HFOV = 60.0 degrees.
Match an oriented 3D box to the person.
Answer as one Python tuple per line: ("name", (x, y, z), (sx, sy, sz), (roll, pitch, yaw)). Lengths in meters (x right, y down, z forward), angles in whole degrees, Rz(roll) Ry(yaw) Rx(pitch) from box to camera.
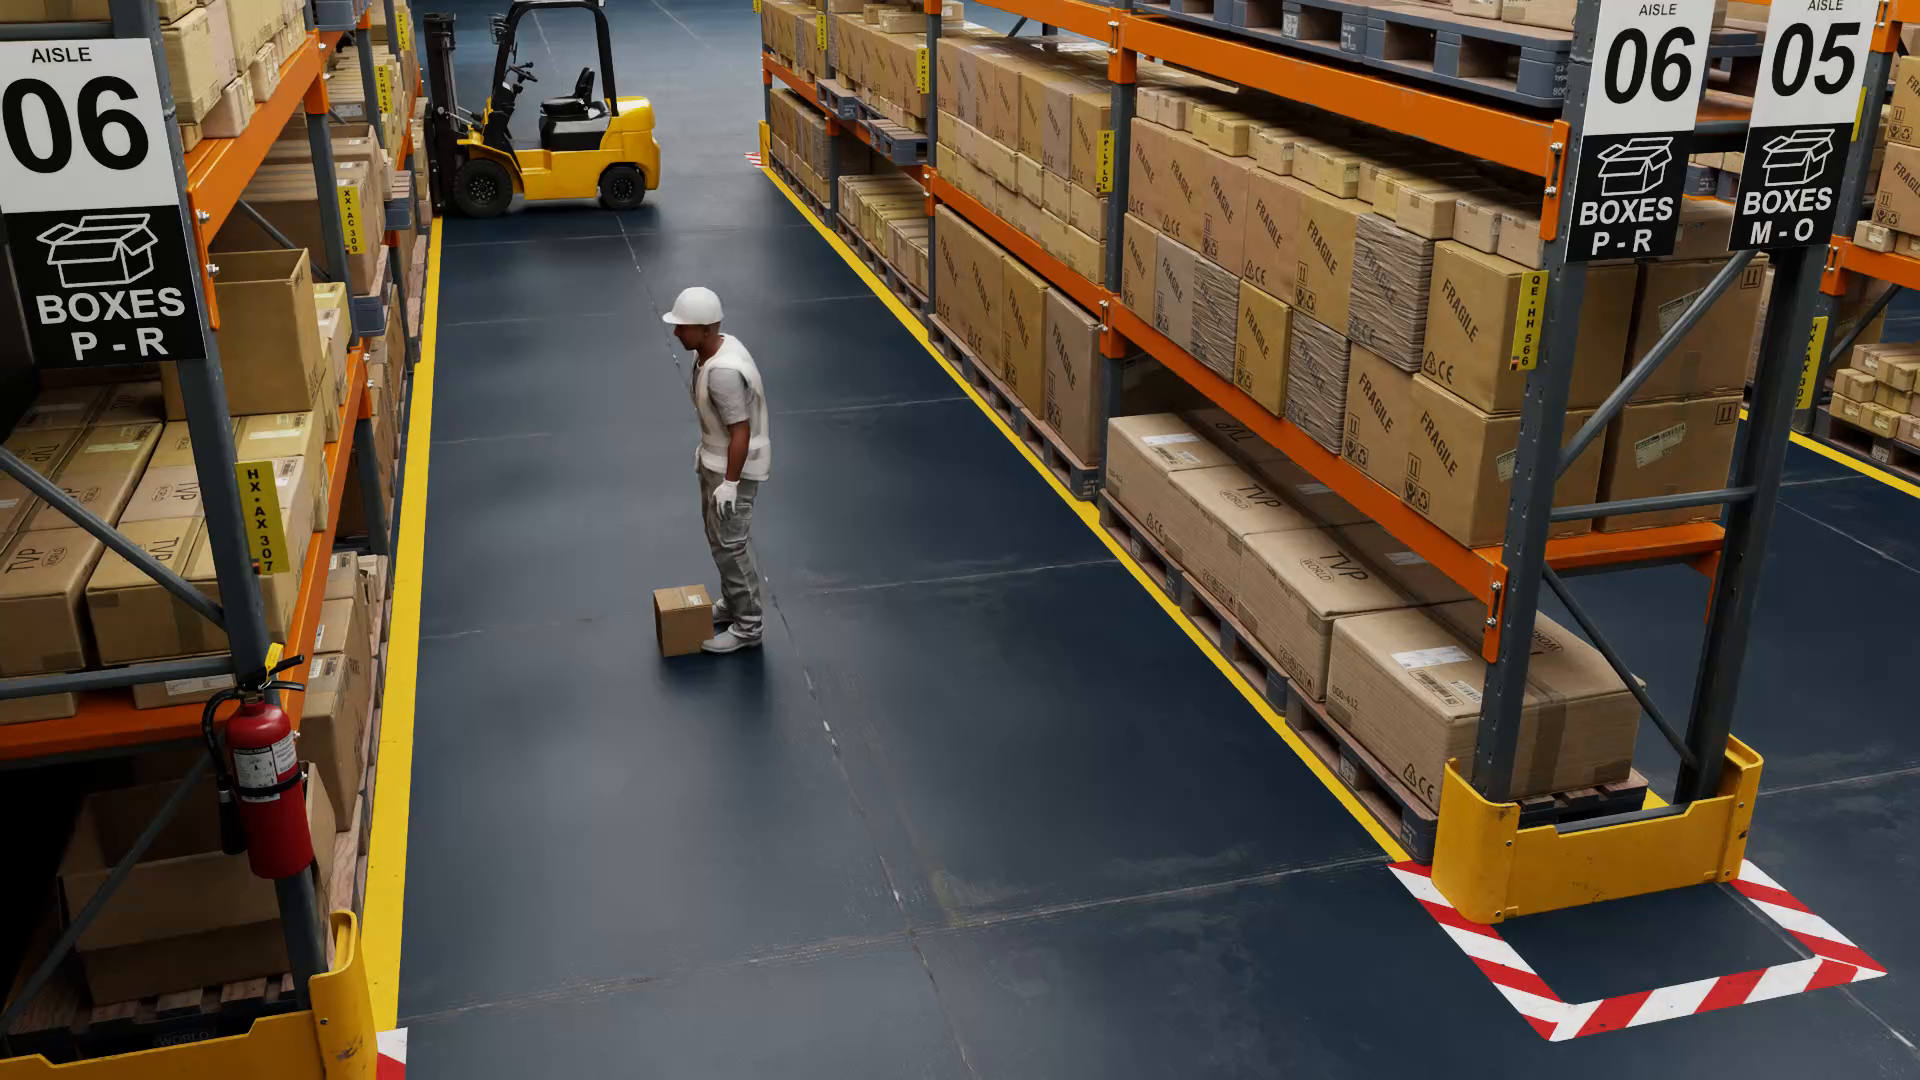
("person", (-1.132, -0.337, 7.886), (0.454, 1.774, 0.624), (-6, 24, -15))
